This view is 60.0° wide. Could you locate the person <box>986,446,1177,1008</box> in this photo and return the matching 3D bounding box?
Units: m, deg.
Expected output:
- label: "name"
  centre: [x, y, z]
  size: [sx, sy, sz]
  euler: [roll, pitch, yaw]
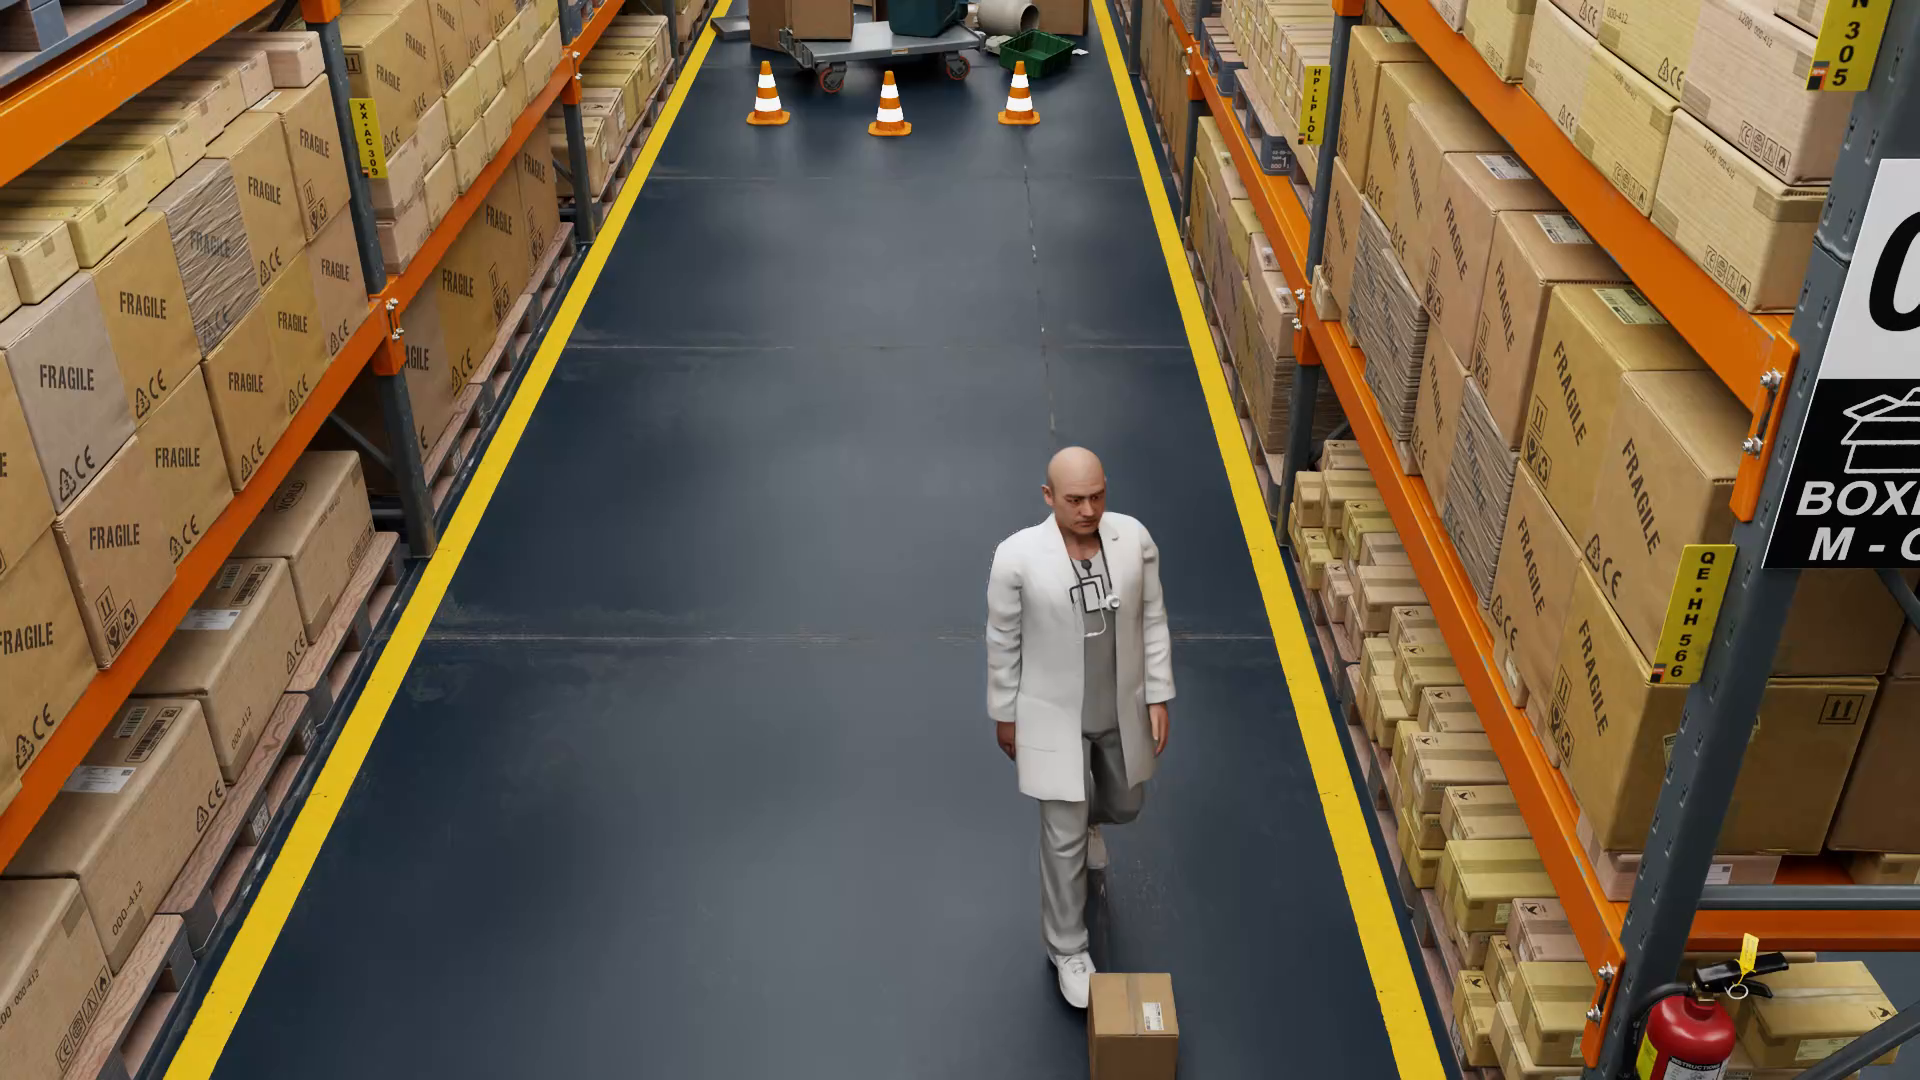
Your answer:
- label: "person"
  centre: [0.394, 0.538, 5.256]
  size: [0.581, 1.748, 0.909]
  euler: [-10, 33, -16]
